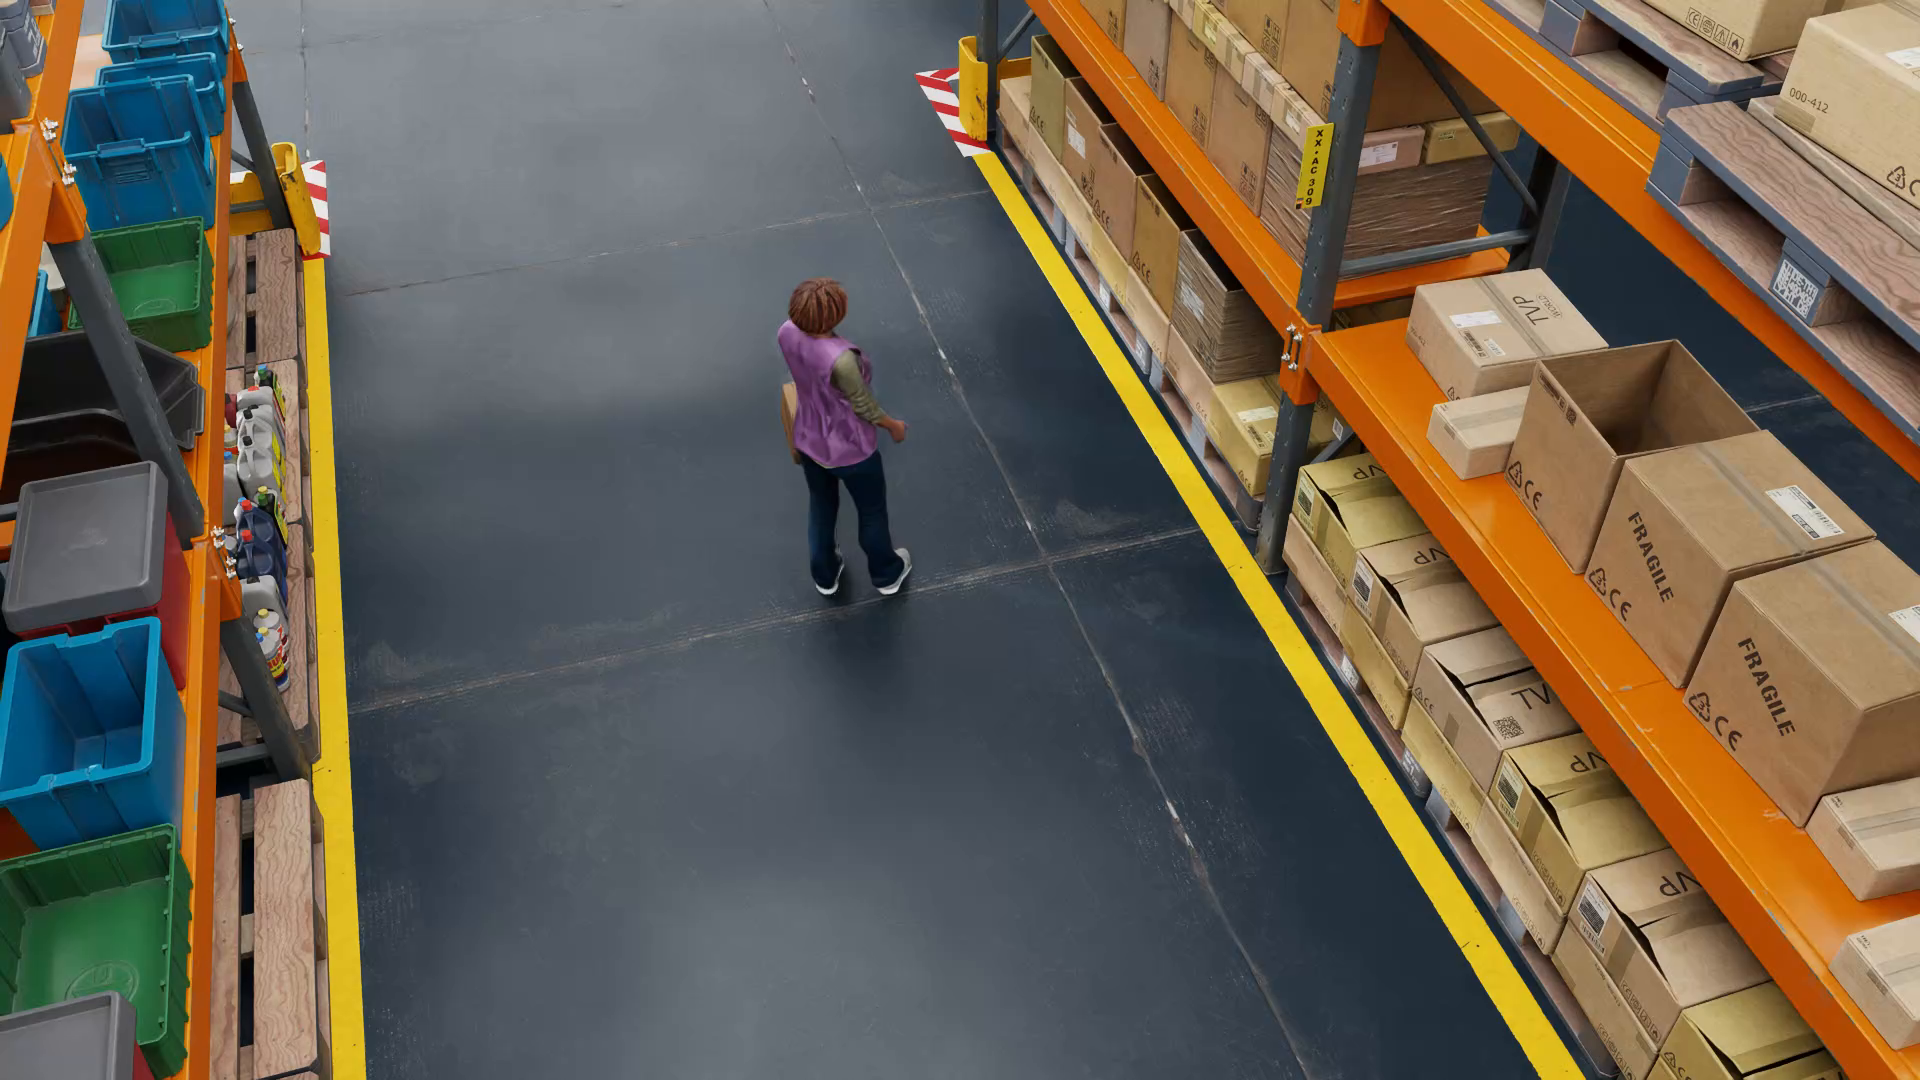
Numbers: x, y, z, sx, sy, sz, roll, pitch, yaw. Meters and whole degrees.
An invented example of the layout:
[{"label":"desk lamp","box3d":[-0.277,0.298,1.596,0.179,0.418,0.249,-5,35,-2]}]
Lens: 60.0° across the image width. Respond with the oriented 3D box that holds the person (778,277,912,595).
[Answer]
[{"label":"person","box3d":[-0.447,-0.427,6.610,0.433,1.601,0.463,29,50,28]}]
